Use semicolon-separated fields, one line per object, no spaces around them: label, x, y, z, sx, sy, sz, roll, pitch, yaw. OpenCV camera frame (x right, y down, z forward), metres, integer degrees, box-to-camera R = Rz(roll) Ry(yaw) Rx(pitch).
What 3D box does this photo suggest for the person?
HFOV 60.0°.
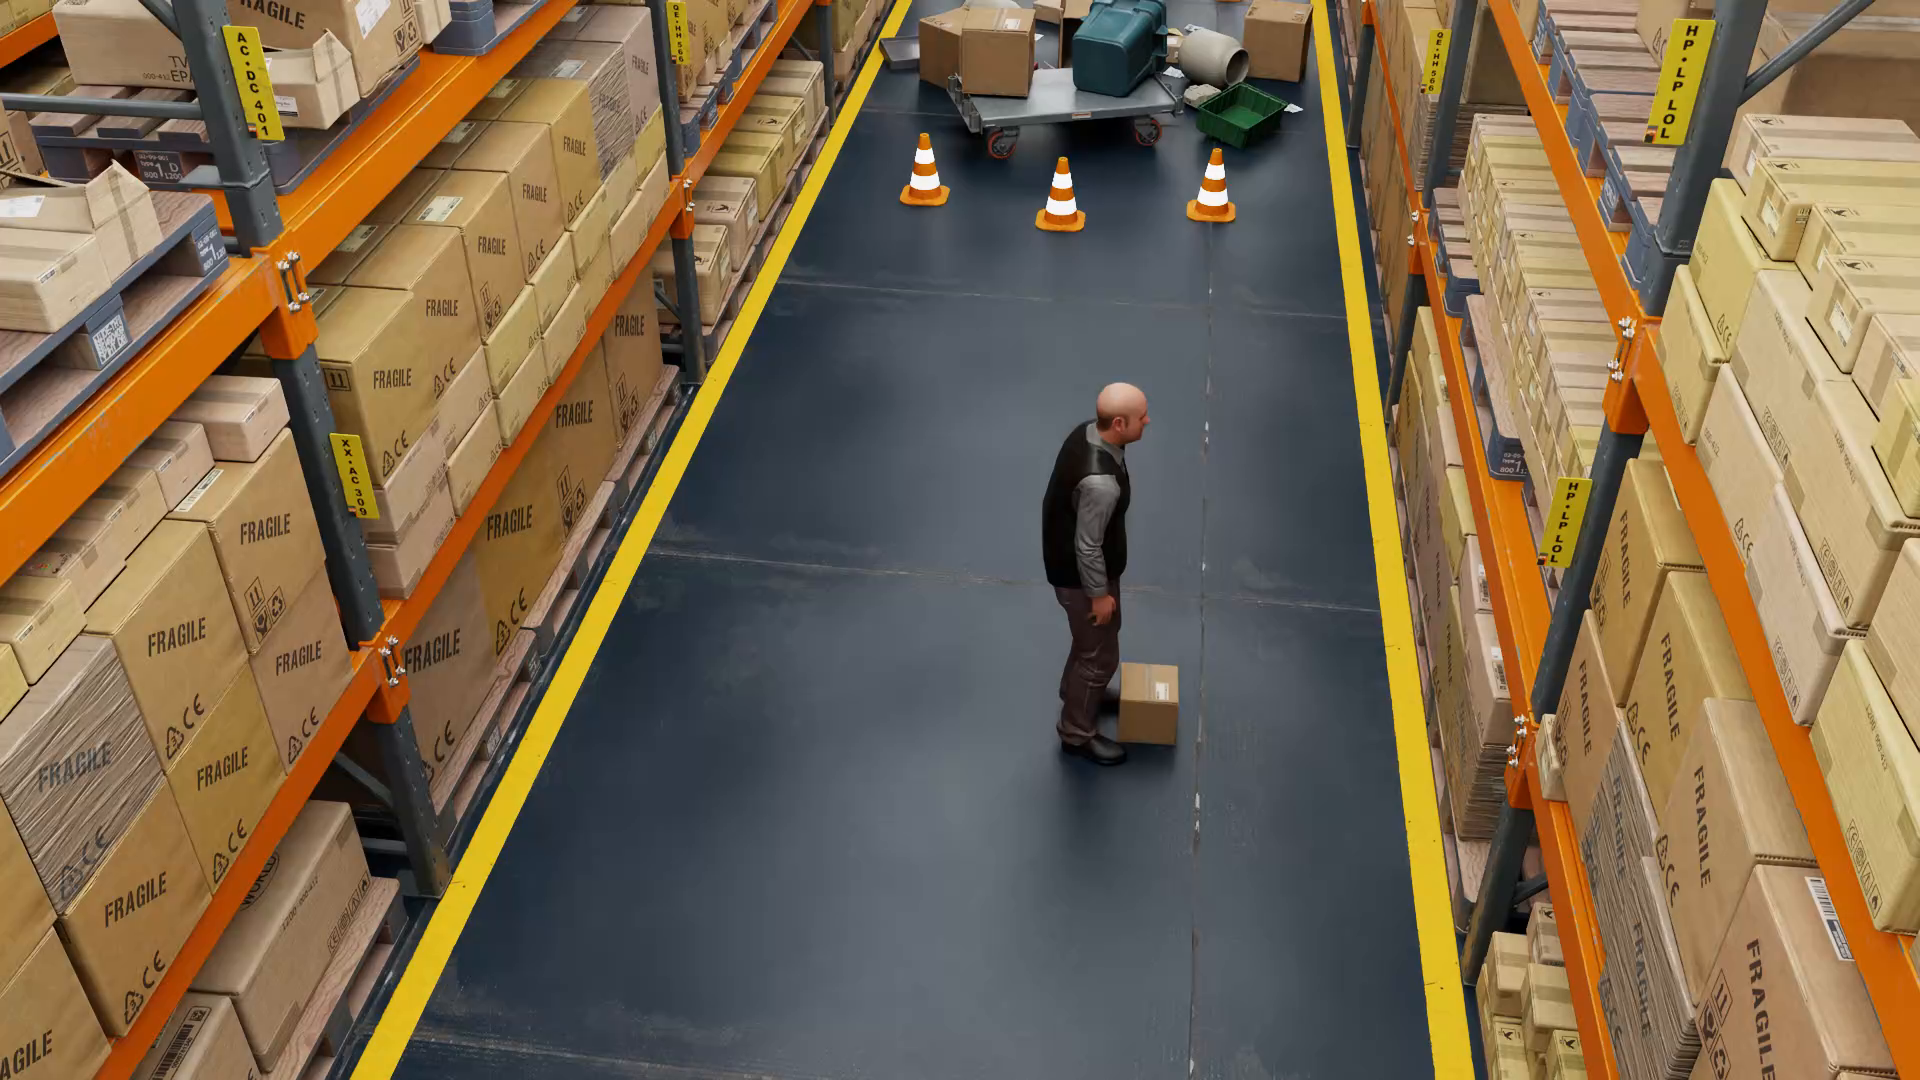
person;0.546;0.109;6.912;0.426;1.719;0.580;3;36;4
